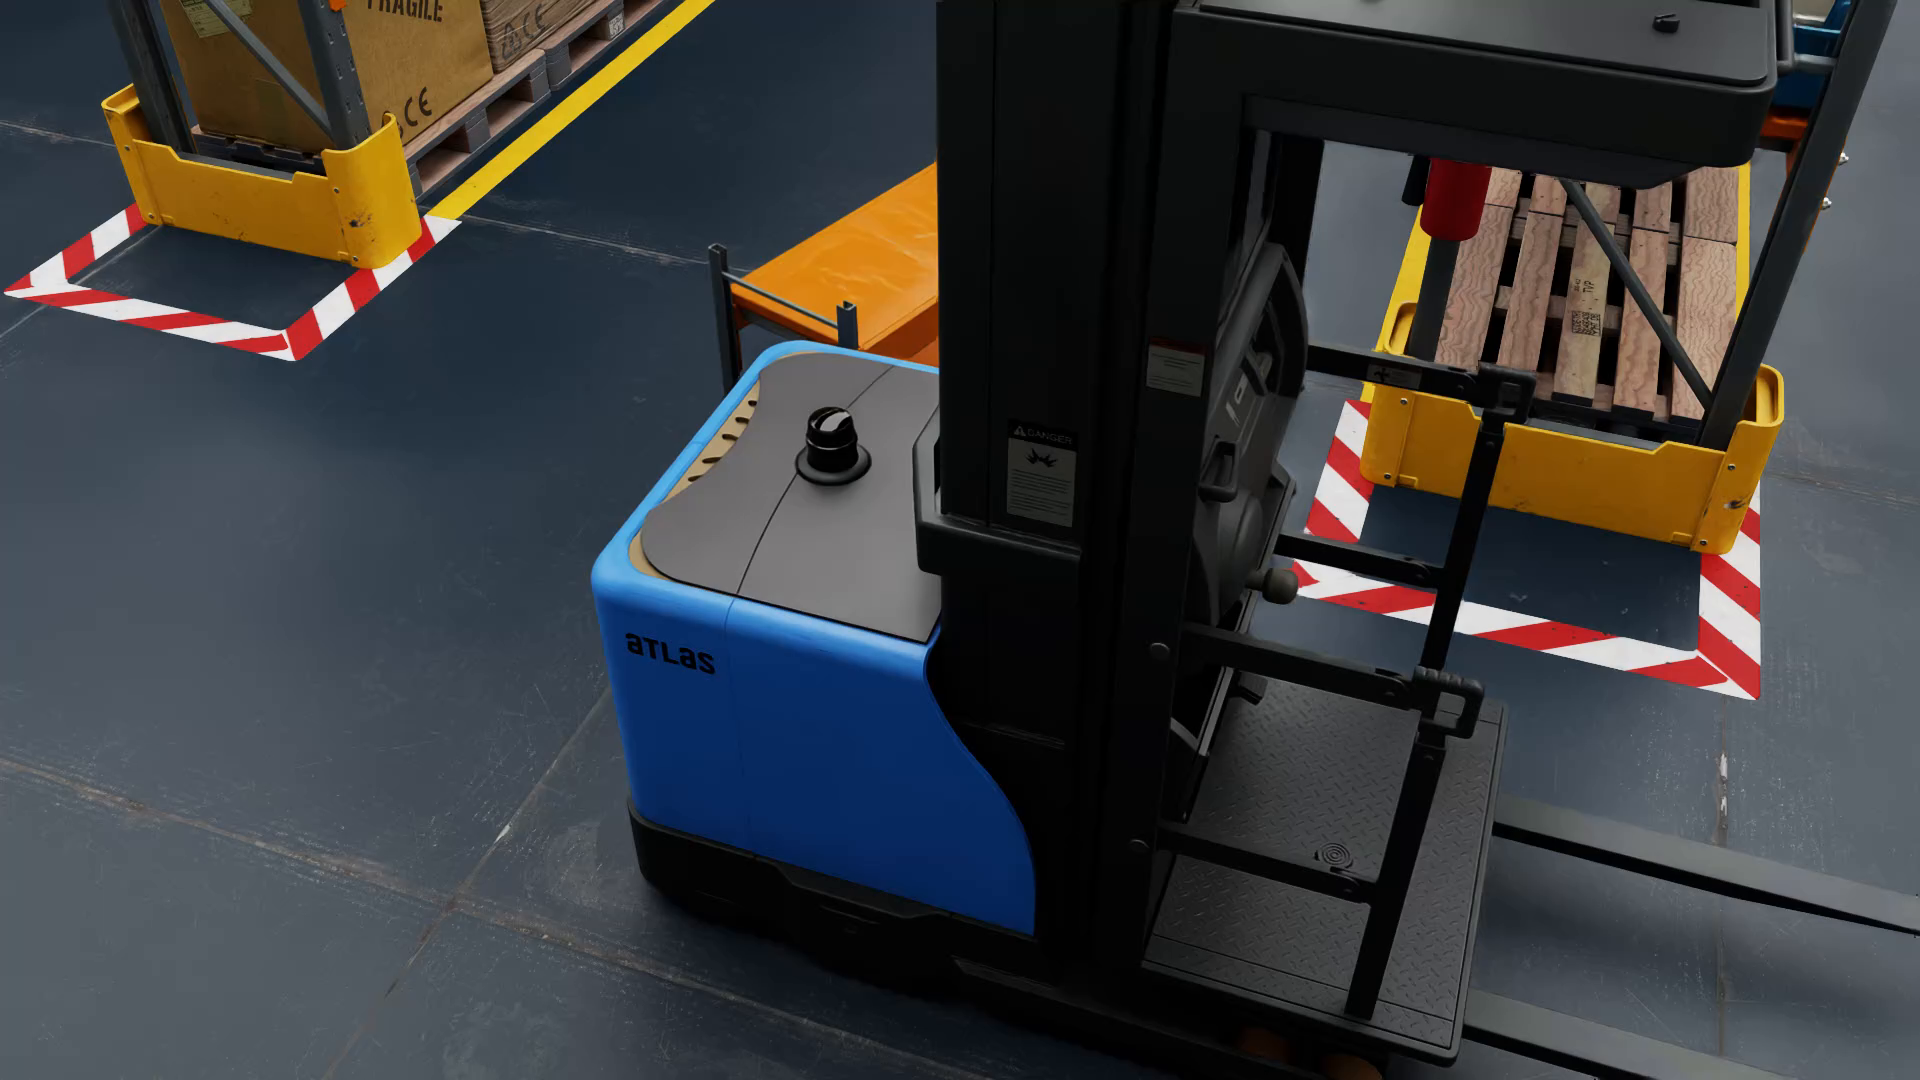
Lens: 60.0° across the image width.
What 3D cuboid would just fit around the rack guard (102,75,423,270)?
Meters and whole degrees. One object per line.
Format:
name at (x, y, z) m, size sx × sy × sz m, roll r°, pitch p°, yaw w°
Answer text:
rack guard at (-2.752, -1.467, 6.585) m, size 1.175 × 0.500 × 0.348 m, roll 13°, pitch 42°, yaw 15°

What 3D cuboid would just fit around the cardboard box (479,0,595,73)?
cardboard box at (-2.289, -2.747, 7.473) m, size 0.875 × 0.875 × 0.875 m, roll 13°, pitch 42°, yaw 15°

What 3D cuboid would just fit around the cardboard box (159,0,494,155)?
cardboard box at (-2.600, -2.192, 6.822) m, size 0.875 × 0.875 × 0.875 m, roll 13°, pitch 42°, yaw 15°

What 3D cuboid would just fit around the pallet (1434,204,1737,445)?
pallet at (2.229, -0.767, 5.986) m, size 1.003 × 0.211 × 1.213 m, roll 13°, pitch 42°, yaw 15°

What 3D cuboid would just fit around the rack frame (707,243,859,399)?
rack frame at (-0.467, -0.259, 4.687) m, size 0.500 × 1.125 × 0.032 m, roll 27°, pitch 47°, yaw 28°

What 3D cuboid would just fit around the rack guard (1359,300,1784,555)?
rack guard at (1.915, -0.365, 5.293) m, size 1.175 × 0.500 × 0.348 m, roll 13°, pitch 42°, yaw 15°

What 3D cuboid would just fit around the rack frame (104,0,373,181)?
rack frame at (-2.744, -2.433, 5.790) m, size 1.000 × 3.000 × 0.127 m, roll 13°, pitch 42°, yaw 15°

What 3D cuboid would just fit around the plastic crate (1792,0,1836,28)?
plastic crate at (2.492, -1.511, 4.867) m, size 0.250 × 0.136 × 0.298 m, roll 13°, pitch 42°, yaw 15°

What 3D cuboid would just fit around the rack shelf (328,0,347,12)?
rack shelf at (-2.060, -3.379, 7.454) m, size 1.077 × 0.370 × 4.000 m, roll 13°, pitch 42°, yaw 15°

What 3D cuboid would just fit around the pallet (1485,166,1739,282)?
pallet at (2.648, -1.509, 6.856) m, size 1.003 × 0.211 × 1.213 m, roll 13°, pitch 42°, yaw 15°

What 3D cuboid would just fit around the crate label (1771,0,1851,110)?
crate label at (2.304, -1.370, 4.628) m, size 0.416 × 0.233 × 0.303 m, roll 13°, pitch 42°, yaw 15°

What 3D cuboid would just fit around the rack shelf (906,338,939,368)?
rack shelf at (-0.154, -0.333, 5.151) m, size 0.538 × 0.278 × 1.000 m, roll 27°, pitch 47°, yaw 28°

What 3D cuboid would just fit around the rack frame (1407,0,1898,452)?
rack frame at (1.911, -1.334, 4.502) m, size 1.000 × 3.000 × 0.127 m, roll 13°, pitch 42°, yaw 15°

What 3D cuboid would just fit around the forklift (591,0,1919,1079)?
forklift at (0.764, -0.202, 3.229) m, size 3.031 × 2.935 × 1.130 m, roll 13°, pitch 42°, yaw 15°

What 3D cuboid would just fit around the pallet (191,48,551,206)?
pallet at (-2.544, -1.877, 7.287) m, size 1.003 × 0.211 × 1.213 m, roll 13°, pitch 42°, yaw 15°

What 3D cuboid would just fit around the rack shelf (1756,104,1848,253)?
rack shelf at (2.595, -2.280, 6.165) m, size 1.077 × 0.370 × 4.000 m, roll 13°, pitch 42°, yaw 15°

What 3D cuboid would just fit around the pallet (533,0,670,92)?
pallet at (-2.125, -2.619, 8.157) m, size 1.003 × 0.211 × 1.213 m, roll 13°, pitch 42°, yaw 15°

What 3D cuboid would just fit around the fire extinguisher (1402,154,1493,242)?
fire extinguisher at (1.432, -1.171, 4.658) m, size 0.296 × 0.674 × 0.183 m, roll 13°, pitch 42°, yaw 15°

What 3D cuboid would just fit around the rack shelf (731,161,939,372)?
rack shelf at (-0.154, -0.742, 4.802) m, size 0.538 × 0.278 × 1.000 m, roll 27°, pitch 47°, yaw 28°

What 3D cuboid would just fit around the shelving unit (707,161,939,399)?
shelving unit at (-0.154, -0.519, 4.992) m, size 0.538 × 1.125 × 1.048 m, roll 27°, pitch 47°, yaw 28°
